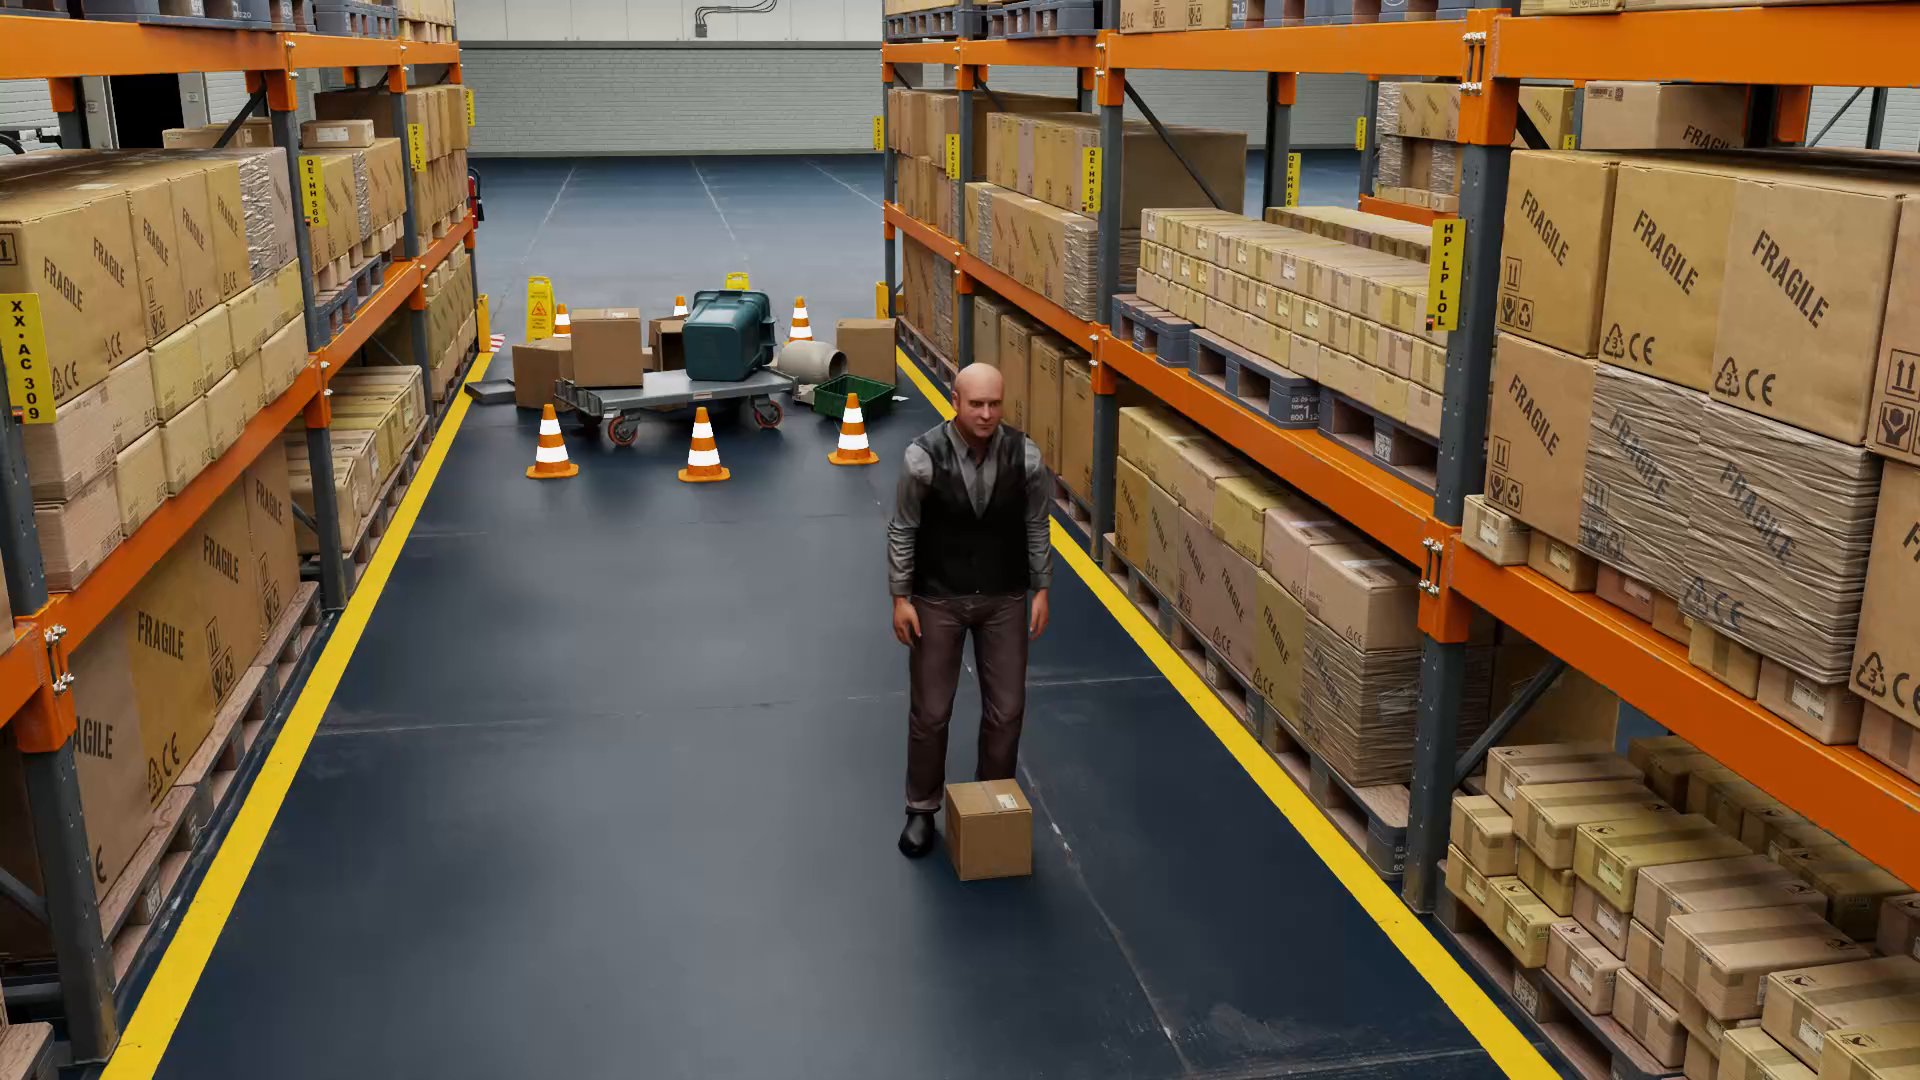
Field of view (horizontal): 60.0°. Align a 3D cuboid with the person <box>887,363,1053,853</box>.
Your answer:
[{"bbox_3d":[0.039,0.227,5.799,0.580,1.721,0.461,-3,17,-11],"label":"person"}]
